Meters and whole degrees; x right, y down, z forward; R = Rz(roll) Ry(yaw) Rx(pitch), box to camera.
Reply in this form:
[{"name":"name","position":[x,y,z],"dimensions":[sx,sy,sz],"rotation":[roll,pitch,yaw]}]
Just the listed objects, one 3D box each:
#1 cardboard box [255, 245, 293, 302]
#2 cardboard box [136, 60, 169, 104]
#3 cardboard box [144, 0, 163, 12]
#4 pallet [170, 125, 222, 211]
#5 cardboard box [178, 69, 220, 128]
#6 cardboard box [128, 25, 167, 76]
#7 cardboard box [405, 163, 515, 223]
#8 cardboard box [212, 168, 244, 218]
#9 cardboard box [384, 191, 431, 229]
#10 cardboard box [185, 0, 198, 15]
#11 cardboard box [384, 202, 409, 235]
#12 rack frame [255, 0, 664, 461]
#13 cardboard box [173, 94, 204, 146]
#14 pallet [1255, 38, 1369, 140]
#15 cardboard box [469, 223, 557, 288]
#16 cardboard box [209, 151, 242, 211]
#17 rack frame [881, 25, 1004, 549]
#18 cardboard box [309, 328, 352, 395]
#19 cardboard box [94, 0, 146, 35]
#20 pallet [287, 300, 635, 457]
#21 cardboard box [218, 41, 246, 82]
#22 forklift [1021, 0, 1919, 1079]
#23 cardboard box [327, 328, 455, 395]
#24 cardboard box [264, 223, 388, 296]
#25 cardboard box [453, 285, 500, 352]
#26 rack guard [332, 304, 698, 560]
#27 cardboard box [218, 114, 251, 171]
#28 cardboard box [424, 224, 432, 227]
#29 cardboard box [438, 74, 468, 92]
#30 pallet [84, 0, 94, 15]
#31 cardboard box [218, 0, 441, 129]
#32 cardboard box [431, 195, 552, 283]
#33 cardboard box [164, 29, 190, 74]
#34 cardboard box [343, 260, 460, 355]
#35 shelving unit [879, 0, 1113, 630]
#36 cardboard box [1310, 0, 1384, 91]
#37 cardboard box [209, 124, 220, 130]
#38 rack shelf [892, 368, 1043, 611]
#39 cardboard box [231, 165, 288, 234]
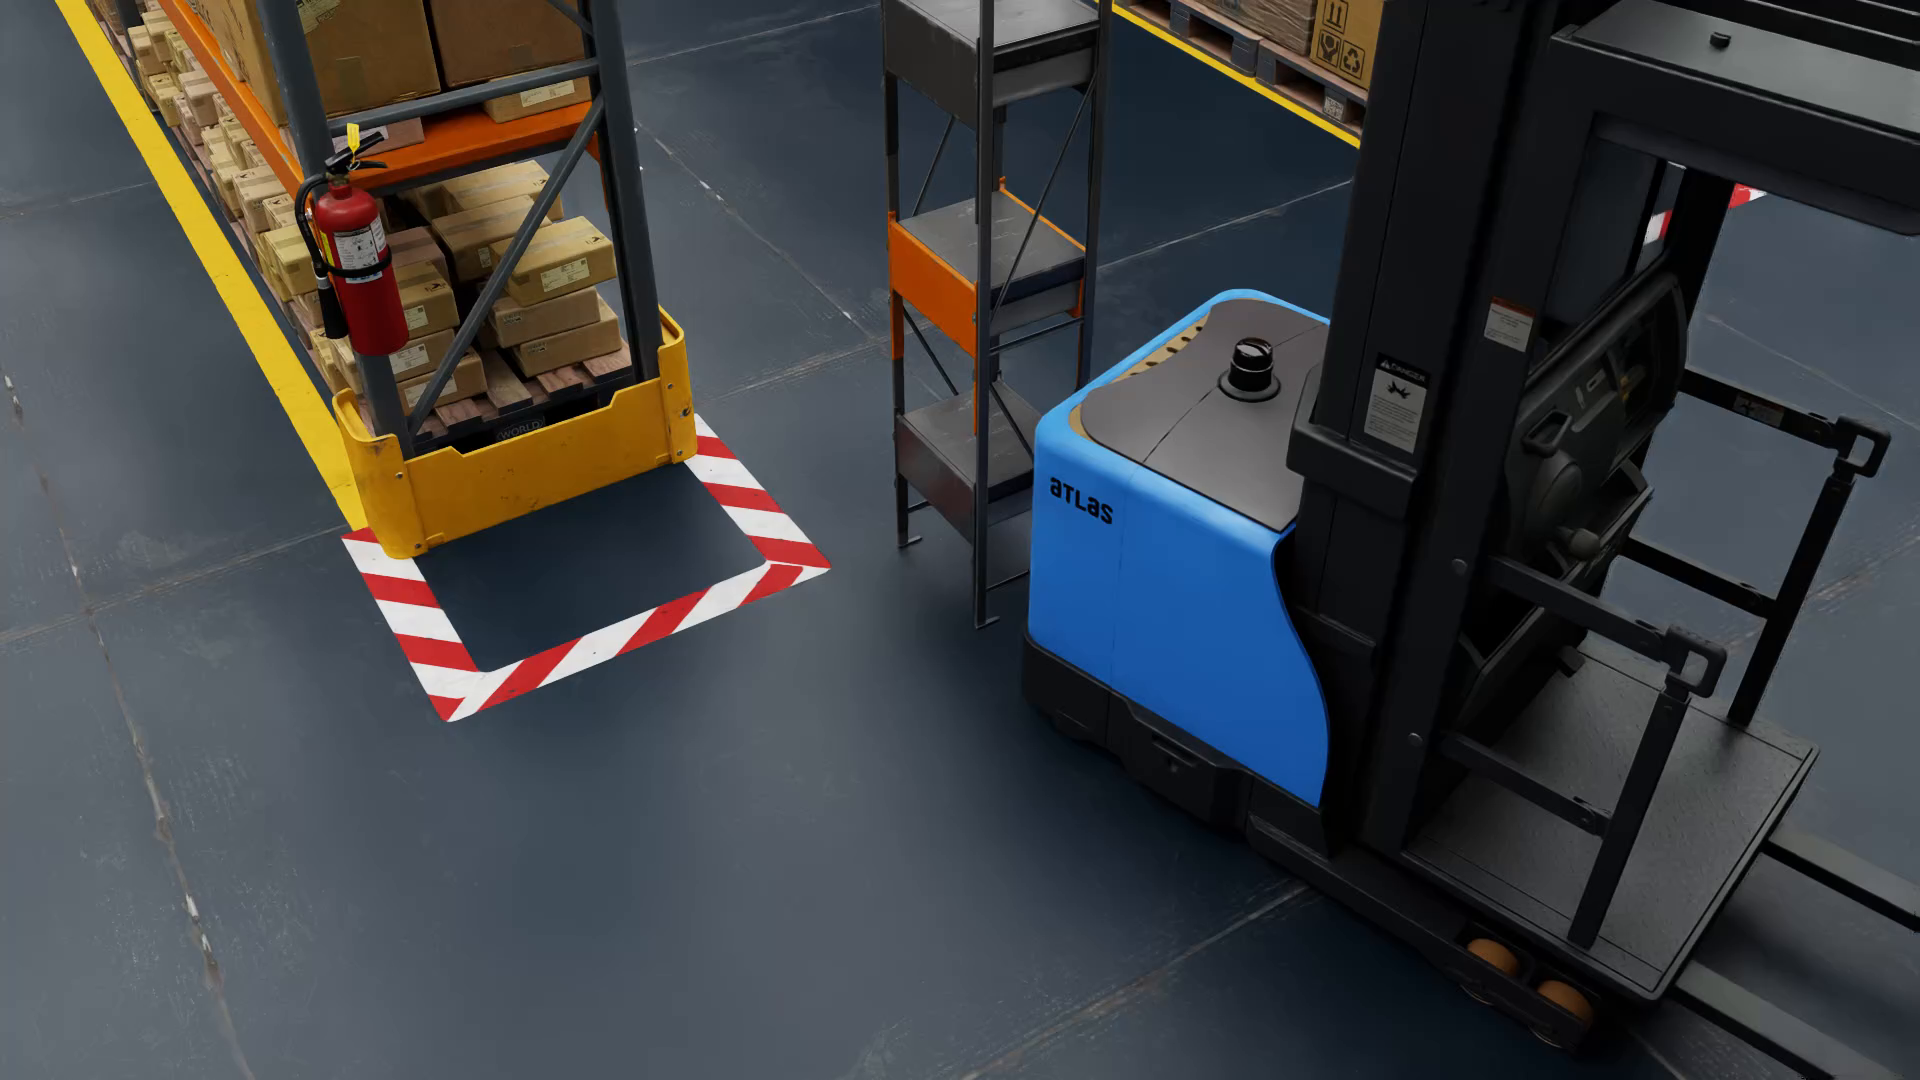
[{"name":"cardboard box","position":[-2.573,-1.122,6.652],"dimensions":[0.380,0.149,0.250],"rotation":[-24,46,-26]},{"name":"cardboard box","position":[-3.713,-2.240,7.994],"dimensions":[0.380,0.149,0.250],"rotation":[-24,46,-26]},{"name":"cardboard box","position":[-3.628,-2.519,7.864],"dimensions":[0.380,0.149,0.250],"rotation":[-20,44,-23]},{"name":"pallet","position":[-3.247,-2.060,8.057],"dimensions":[1.003,0.211,1.213],"rotation":[-22,45,-24]},{"name":"cardboard box","position":[-3.125,-1.932,7.159],"dimensions":[0.380,0.149,0.250],"rotation":[-21,44,-24]},{"name":"cardboard box","position":[-3.713,-2.356,7.901],"dimensions":[0.380,0.149,0.250],"rotation":[-20,44,-22]},{"name":"cardboard box","position":[-1.963,-1.410,6.533],"dimensions":[0.380,0.149,0.250],"rotation":[-24,46,-26]},{"name":"cardboard box","position":[-2.981,-1.554,7.171],"dimensions":[0.380,0.149,0.250],"rotation":[-23,45,-26]},{"name":"cardboard box","position":[-2.128,-1.429,6.788],"dimensions":[0.380,0.149,0.250],"rotation":[-24,46,-26]},{"name":"cardboard box","position":[-2.499,-2.179,5.711],"dimensions":[0.500,0.500,0.500],"rotation":[-22,45,-24]},{"name":"cardboard box","position":[-2.351,-1.150,6.453],"dimensions":[0.380,0.149,0.250],"rotation":[-23,45,-25]},{"name":"rack frame","position":[-1.487,-1.322,4.994],"dimensions":[1.000,3.000,0.127],"rotation":[-22,45,-24]},{"name":"cardboard box","position":[-3.393,-1.980,7.682],"dimensions":[0.380,0.149,0.250],"rotation":[-22,45,-25]},{"name":"pallet","position":[2.253,-2.308,8.355],"dimensions":[1.003,0.211,1.213],"rotation":[-22,45,-24]},{"name":"cardboard box","position":[-1.652,-1.041,6.323],"dimensions":[0.380,0.149,0.250],"rotation":[-22,45,-25]},{"name":"cardboard box","position":[-2.876,-1.528,6.907],"dimensions":[0.380,0.149,0.250],"rotation":[-22,44,-24]},{"name":"rack frame","position":[-0.042,-0.849,5.129],"dimensions":[0.400,2.100,0.015],"rotation":[-22,45,-24]},{"name":"cardboard box","position":[-2.170,-0.705,6.151],"dimensions":[0.380,0.149,0.250],"rotation":[-21,44,-23]},{"name":"cardboard box","position":[-4.249,-2.995,8.626],"dimensions":[0.500,0.500,0.500],"rotation":[-23,45,-25]},{"name":"pallet","position":[-1.935,-0.743,6.476],"dimensions":[1.003,0.211,1.213],"rotation":[-22,45,-24]},{"name":"cardboard box","position":[-2.308,-1.712,5.657],"dimensions":[0.380,0.149,0.250],"rotation":[-21,44,-23]},{"name":"forklift","position":[1.627,-0.229,3.735],"dimensions":[3.031,2.935,1.130],"rotation":[29,48,30]},{"name":"cardboard box","position":[-2.012,-0.689,5.901],"dimensions":[0.380,0.149,0.250],"rotation":[-23,45,-25]},{"name":"cardboard box","position":[-2.319,-1.067,6.121],"dimensions":[0.380,0.149,0.250],"rotation":[-23,45,-25]},{"name":"cardboard box","position":[-1.709,-0.894,6.379],"dimensions":[0.380,0.149,0.250],"rotation":[-22,45,-25]},{"name":"rack guard","position":[-1.528,-0.403,5.843],"dimensions":[1.175,0.500,0.348],"rotation":[-22,45,-24]},{"name":"cardboard box","position":[-2.809,-1.666,6.841],"dimensions":[0.380,0.149,0.250],"rotation":[-22,45,-24]},{"name":"cardboard box","position":[-2.111,-1.307,6.874],"dimensions":[0.380,0.149,0.250],"rotation":[-22,45,-24]},{"name":"cardboard box","position":[-1.557,-1.637,5.567],"dimensions":[0.380,0.149,0.250],"rotation":[-21,44,-23]},{"name":"pallet","position":[-4.718,-3.489,9.772],"dimensions":[1.003,0.211,1.213],"rotation":[-22,45,-24]},{"name":"cardboard box","position":[-1.946,-1.629,5.051],"dimensions":[0.500,0.500,0.500],"rotation":[-21,44,-24]},{"name":"cardboard box","position":[-1.732,-1.124,6.190],"dimensions":[0.380,0.149,0.250],"rotation":[-21,44,-24]},{"name":"cardboard box","position":[-3.352,-2.230,7.517],"dimensions":[0.380,0.149,0.250],"rotation":[-23,45,-25]},{"name":"cardboard box","position":[-1.986,-0.815,5.820],"dimensions":[0.380,0.149,0.250],"rotation":[-22,44,-24]},{"name":"shelving unit","position":[0.089,-0.717,4.971],"dimensions":[0.431,2.100,0.503],"rotation":[-22,45,-24]},{"name":"cardboard box","position":[2.337,-2.638,7.904],"dimensions":[0.875,0.875,0.875],"rotation":[-22,45,-24]},{"name":"cardboard box","position":[-3.069,-1.828,7.267],"dimensions":[0.380,0.149,0.250],"rotation":[-20,44,-22]},{"name":"rack shelf","position":[0.089,-0.169,5.427],"dimensions":[0.431,0.518,0.480],"rotation":[-22,45,-24]},{"name":"cardboard box","position":[-2.596,-1.354,6.466],"dimensions":[0.380,0.149,0.250],"rotation":[-21,44,-23]}]
